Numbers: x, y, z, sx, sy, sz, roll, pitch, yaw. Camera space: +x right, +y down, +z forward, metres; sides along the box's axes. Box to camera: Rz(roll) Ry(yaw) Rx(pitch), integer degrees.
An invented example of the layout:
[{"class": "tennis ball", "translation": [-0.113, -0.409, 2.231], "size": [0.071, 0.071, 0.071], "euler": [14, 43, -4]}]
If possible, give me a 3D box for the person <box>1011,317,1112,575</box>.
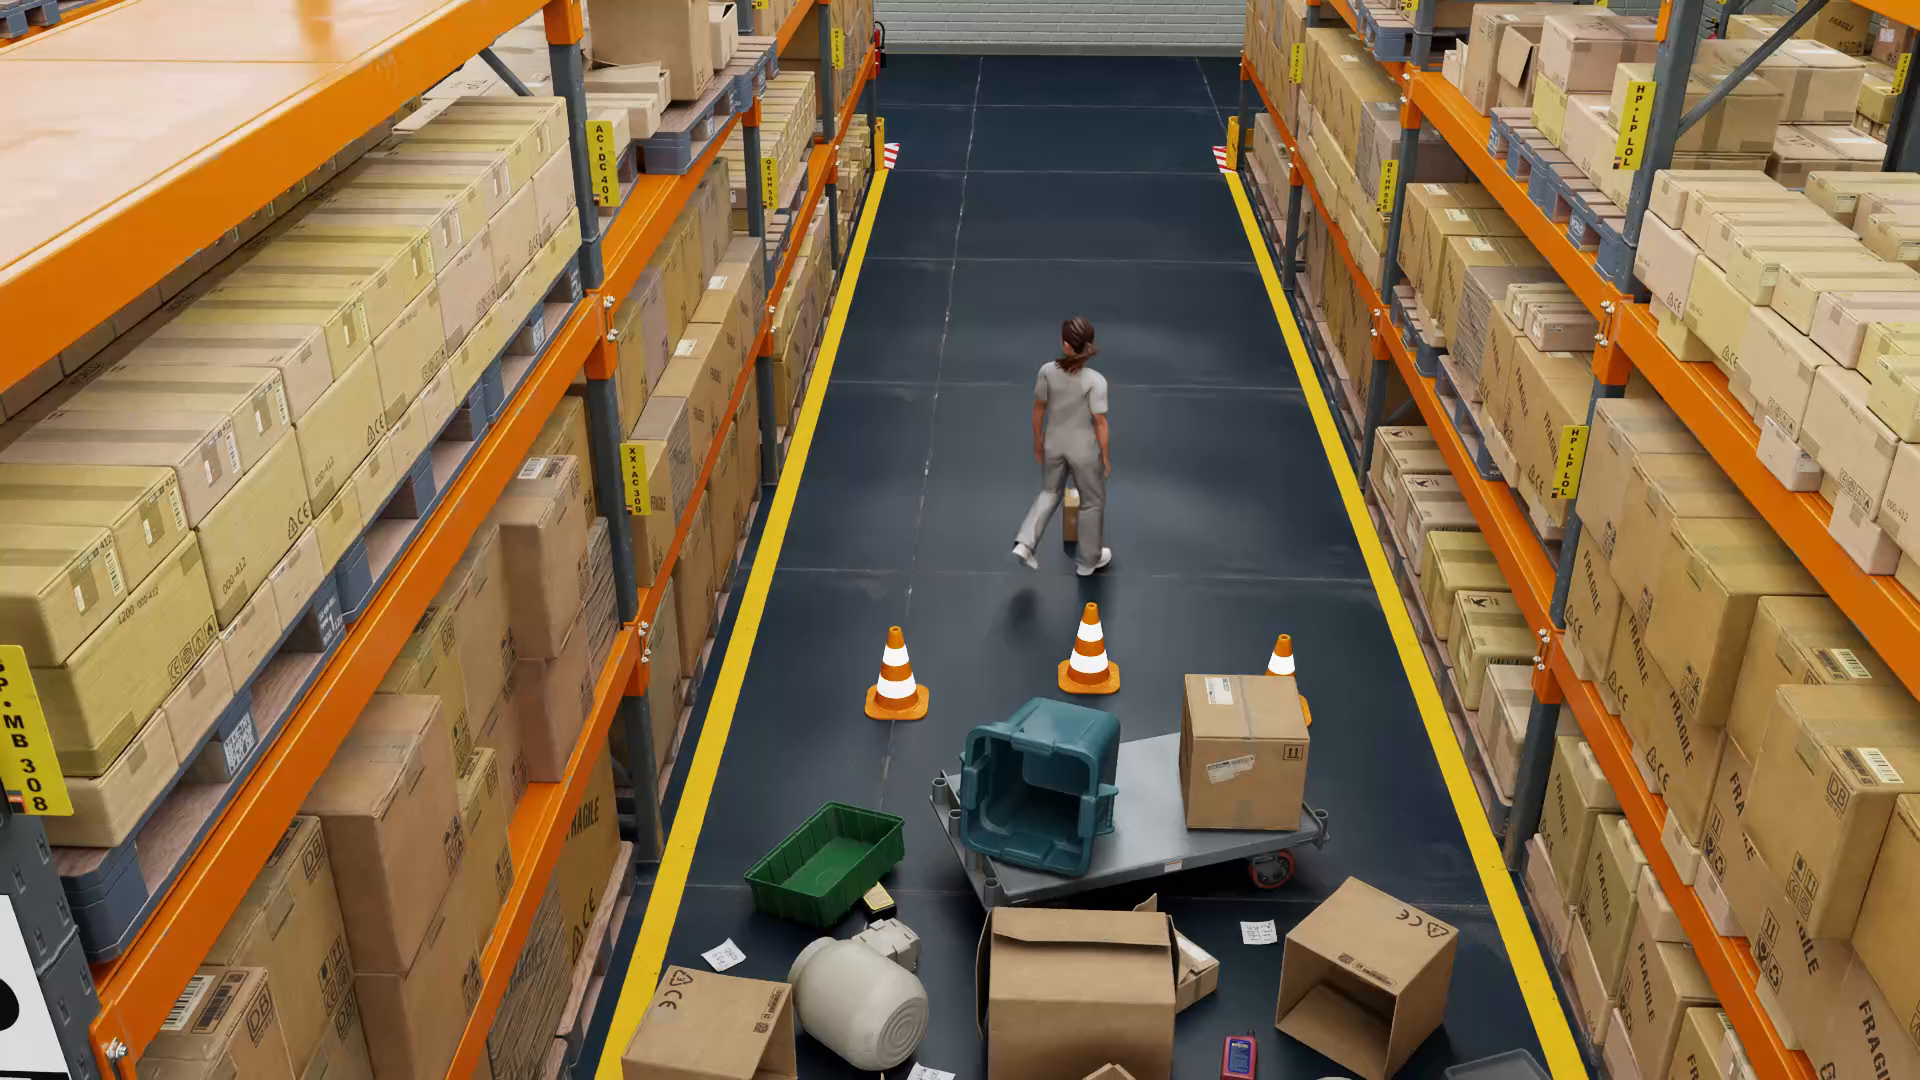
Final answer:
[{"class": "person", "translation": [0.644, -0.507, 9.799], "size": [0.481, 1.646, 0.701], "euler": [16, 32, 27]}]
